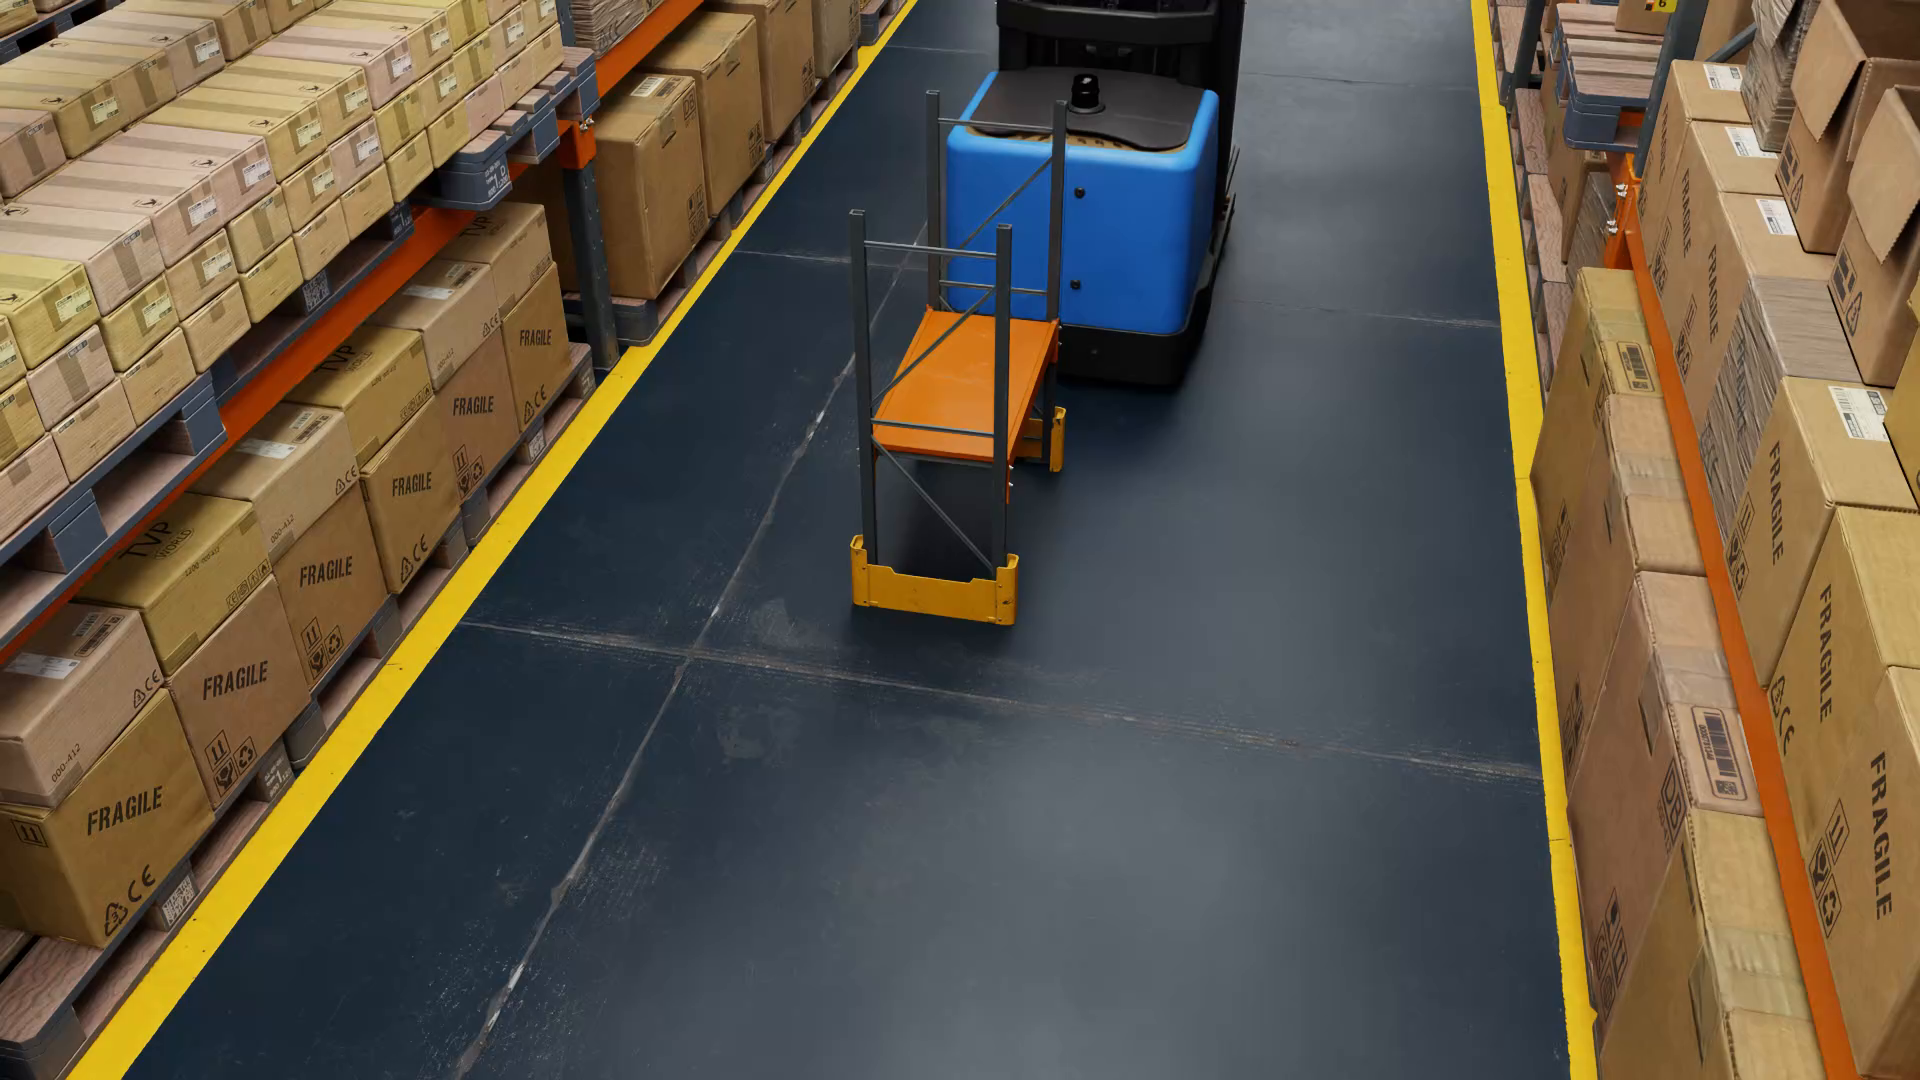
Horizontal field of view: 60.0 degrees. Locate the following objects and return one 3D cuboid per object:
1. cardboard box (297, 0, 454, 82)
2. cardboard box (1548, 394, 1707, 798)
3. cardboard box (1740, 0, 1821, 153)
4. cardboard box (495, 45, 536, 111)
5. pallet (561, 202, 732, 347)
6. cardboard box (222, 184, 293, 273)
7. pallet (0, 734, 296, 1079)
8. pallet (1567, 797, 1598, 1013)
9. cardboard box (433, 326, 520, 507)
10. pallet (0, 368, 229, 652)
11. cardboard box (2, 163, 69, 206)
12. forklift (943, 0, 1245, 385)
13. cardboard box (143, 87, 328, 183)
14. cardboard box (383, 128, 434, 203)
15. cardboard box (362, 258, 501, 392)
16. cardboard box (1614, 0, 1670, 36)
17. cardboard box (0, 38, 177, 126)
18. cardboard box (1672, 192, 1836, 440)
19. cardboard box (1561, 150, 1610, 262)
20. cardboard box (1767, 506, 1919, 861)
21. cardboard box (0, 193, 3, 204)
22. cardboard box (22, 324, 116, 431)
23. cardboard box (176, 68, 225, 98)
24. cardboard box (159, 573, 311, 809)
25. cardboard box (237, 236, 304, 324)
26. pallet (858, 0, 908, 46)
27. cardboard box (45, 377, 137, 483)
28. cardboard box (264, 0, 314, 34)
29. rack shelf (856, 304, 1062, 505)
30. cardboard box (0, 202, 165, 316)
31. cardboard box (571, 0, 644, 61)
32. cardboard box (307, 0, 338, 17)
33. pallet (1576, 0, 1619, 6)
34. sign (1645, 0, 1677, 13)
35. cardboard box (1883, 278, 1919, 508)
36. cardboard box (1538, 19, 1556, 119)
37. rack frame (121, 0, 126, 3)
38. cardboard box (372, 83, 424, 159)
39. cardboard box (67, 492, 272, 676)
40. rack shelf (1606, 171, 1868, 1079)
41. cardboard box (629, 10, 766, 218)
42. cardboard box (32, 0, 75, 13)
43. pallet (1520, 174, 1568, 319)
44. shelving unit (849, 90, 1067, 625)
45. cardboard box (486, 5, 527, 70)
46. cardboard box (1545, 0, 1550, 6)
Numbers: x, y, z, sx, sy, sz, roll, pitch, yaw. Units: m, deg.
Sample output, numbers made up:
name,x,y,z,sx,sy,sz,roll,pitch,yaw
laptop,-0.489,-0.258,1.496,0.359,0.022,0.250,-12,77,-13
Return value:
name,x,y,z,sx,sy,sz,roll,pitch,yaw
cardboard box,-1.824,-1.562,5.198,0.380,0.149,0.250,8,37,11
cardboard box,2.456,0.234,4.823,1.225,0.875,0.875,7,37,10
cardboard box,2.650,-1.389,4.670,0.797,0.503,0.637,9,37,12
cardboard box,-1.713,-1.624,5.791,0.380,0.149,0.250,7,37,10
pallet,-1.760,-1.352,7.936,1.003,0.211,1.213,7,37,10
cardboard box,-2.048,-0.855,4.477,0.380,0.149,0.250,7,36,9
pallet,-2.692,0.937,4.777,1.003,0.211,1.213,7,37,10
pallet,2.317,0.910,4.815,1.003,0.211,1.213,7,37,10
cardboard box,-2.002,-0.489,6.141,0.500,0.500,0.500,9,37,12
pallet,-2.551,-0.088,3.978,1.003,0.211,1.213,7,37,10
cardboard box,-2.687,-0.943,4.598,0.380,0.149,0.250,7,37,10
forklift,0.775,-2.704,7.483,1.130,2.935,3.031,8,37,11
cardboard box,-1.994,-1.119,4.588,0.380,0.149,0.250,8,37,11
cardboard box,-1.881,-1.180,5.178,0.380,0.149,0.250,6,36,8
cardboard box,-1.989,-0.784,5.909,0.500,0.250,0.500,8,37,11
cardboard box,2.919,-2.217,6.309,0.700,0.500,0.500,13,38,17
cardboard box,-2.569,-1.353,4.911,0.380,0.149,0.250,8,37,11
cardboard box,2.238,-0.565,4.388,0.500,0.500,0.500,7,36,9
cardboard box,3.166,-1.557,7.598,0.700,0.500,0.500,10,37,14
cardboard box,1.913,0.309,3.183,0.500,0.500,0.500,8,37,11
cardboard box,-2.736,-0.902,4.288,0.380,0.149,0.250,6,36,8
cardboard box,-2.215,-0.399,3.848,0.380,0.149,0.250,8,37,11
cardboard box,-2.519,-1.379,5.199,0.380,0.149,0.250,7,37,10
cardboard box,-2.328,0.403,4.910,0.500,0.500,0.500,9,37,12
cardboard box,-2.049,-0.731,4.559,0.380,0.149,0.250,7,36,9
pallet,-0.909,-3.629,11.077,1.003,0.211,1.213,7,37,10
cardboard box,-2.212,-0.284,3.943,0.380,0.149,0.250,8,37,10
cardboard box,-2.402,-1.813,5.544,0.380,0.149,0.250,7,37,10
rack shelf,0.018,-0.511,5.983,0.538,0.185,1.000,7,37,10
cardboard box,-2.157,-0.673,3.972,0.380,0.149,0.250,7,36,9
cardboard box,-1.643,-2.303,6.786,0.500,0.500,0.500,8,37,10
cardboard box,-2.358,-1.820,5.807,0.380,0.149,0.250,9,37,12
pallet,3.204,-2.421,7.198,1.003,0.211,1.213,7,37,10
sign,2.290,-1.858,5.339,0.100,0.325,0.005,7,37,10
cardboard box,2.254,-0.272,3.129,0.797,0.503,0.637,8,37,10
cardboard box,3.524,-2.469,8.856,0.700,0.500,0.500,5,36,6
rack frame,-6.005,-4.894,10.447,1.000,3.000,0.127,7,37,10
cardboard box,-1.881,-1.297,5.086,0.380,0.149,0.250,7,37,10
cardboard box,-2.329,0.097,4.693,0.500,0.250,0.500,8,37,11
rack shelf,2.394,0.079,4.198,1.077,0.370,4.000,7,37,10
cardboard box,-1.601,-2.137,8.202,1.050,0.750,0.750,8,37,11
cardboard box,-6.115,-3.699,10.680,0.950,0.372,0.625,8,37,11
pallet,3.253,-1.375,7.967,1.003,0.211,1.213,7,37,10
shelving unit,0.016,-0.651,5.870,0.587,1.500,1.083,7,37,10
cardboard box,-1.718,-1.734,5.689,0.380,0.149,0.250,9,37,12
cardboard box,3.971,-3.730,10.612,0.500,0.500,0.500,4,36,6
